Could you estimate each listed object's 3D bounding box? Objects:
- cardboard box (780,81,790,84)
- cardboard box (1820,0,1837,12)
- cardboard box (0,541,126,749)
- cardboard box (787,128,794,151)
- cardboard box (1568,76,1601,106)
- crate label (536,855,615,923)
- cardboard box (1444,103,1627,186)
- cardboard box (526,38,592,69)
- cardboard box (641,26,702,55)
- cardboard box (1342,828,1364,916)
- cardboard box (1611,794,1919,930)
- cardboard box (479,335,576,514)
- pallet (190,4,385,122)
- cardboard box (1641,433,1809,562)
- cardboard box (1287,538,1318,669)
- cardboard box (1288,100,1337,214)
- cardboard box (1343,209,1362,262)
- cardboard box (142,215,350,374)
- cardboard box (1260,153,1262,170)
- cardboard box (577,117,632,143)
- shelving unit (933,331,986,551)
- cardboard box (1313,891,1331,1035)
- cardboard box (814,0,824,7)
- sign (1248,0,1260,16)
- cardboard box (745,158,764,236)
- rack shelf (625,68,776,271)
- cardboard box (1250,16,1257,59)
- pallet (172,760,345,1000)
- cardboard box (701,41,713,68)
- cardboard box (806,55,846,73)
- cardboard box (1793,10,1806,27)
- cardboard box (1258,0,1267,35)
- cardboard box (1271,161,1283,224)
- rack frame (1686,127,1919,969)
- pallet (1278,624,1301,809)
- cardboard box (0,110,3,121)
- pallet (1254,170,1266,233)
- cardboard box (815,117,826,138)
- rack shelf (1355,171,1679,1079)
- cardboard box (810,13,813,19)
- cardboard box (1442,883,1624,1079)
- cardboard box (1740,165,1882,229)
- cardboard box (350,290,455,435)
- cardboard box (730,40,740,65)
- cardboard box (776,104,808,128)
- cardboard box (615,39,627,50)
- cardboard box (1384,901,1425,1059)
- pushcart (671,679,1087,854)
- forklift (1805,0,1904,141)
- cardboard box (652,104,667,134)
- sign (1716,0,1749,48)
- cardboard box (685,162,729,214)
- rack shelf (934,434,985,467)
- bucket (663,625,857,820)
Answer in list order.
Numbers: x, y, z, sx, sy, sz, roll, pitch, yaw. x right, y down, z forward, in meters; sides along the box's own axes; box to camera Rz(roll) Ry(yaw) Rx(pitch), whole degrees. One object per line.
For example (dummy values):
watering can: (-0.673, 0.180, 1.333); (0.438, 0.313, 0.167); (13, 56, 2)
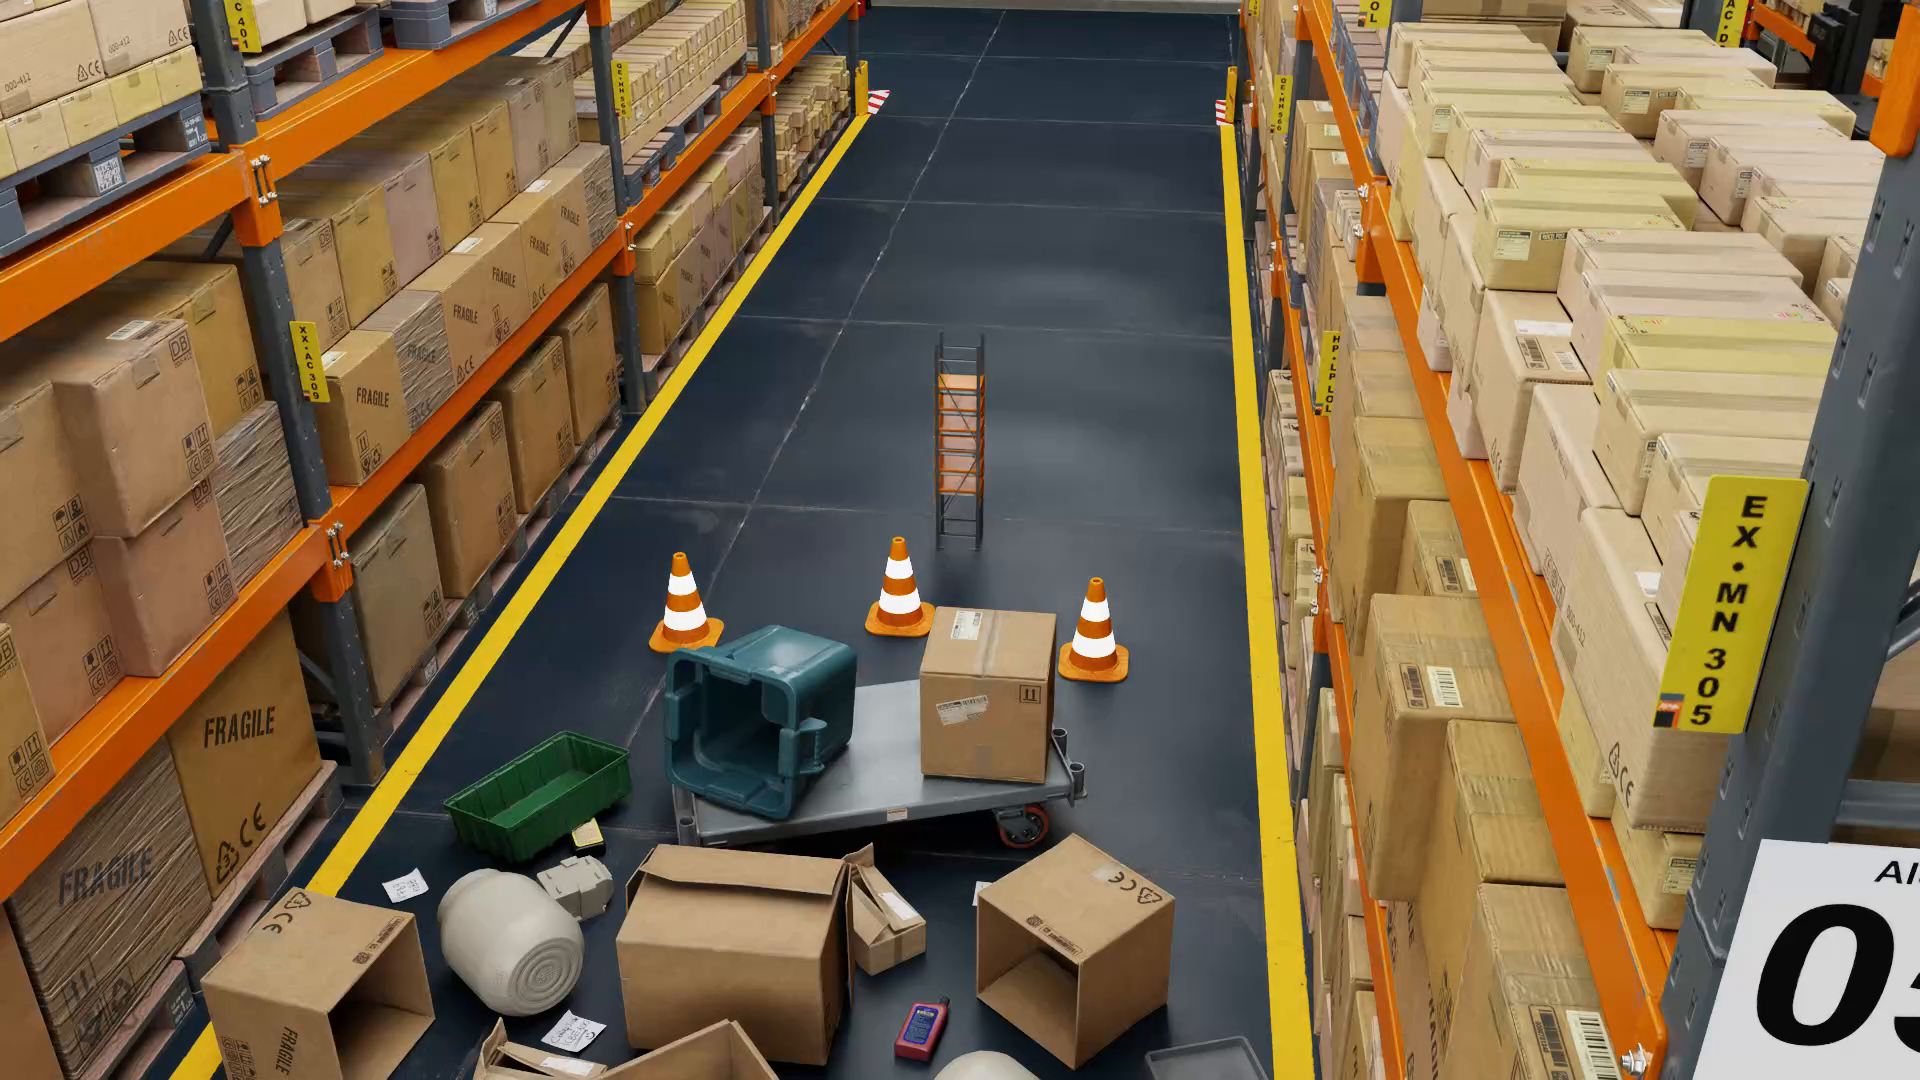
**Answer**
cardboard box: (-1.915, -4.526, 16.737); (0.380, 0.149, 0.250); (4, 29, 7)
cardboard box: (7.803, -4.565, 14.405); (0.500, 0.250, 0.500); (3, 28, 5)
cardboard box: (-3.296, 0.322, 5.332); (0.875, 0.550, 0.550); (3, 28, 6)
cardboard box: (-1.720, -3.641, 15.095); (0.380, 0.149, 0.250); (2, 28, 4)
cardboard box: (2.104, -1.215, 5.025); (0.500, 0.250, 0.500); (3, 28, 6)
crate label: (-1.526, 1.374, 6.555); (0.298, 0.136, 0.250); (-17, 33, -29)
cardboard box: (1.445, -0.996, 4.198); (0.380, 0.149, 0.250); (2, 28, 5)
cardboard box: (-2.779, -3.379, 11.554); (0.380, 0.149, 0.250); (5, 29, 9)
cardboard box: (-2.070, -3.582, 11.932); (0.380, 0.149, 0.250); (2, 28, 4)
cardboard box: (1.384, 1.042, 5.135); (0.380, 0.149, 0.250); (5, 29, 9)
cardboard box: (1.167, 0.435, 2.383); (0.380, 0.149, 0.250); (3, 29, 6)
cardboard box: (-2.812, -0.678, 9.276); (1.050, 0.750, 0.750); (4, 29, 7)
pallet: (-2.971, -1.965, 6.774); (0.805, 0.209, 1.217); (2, 28, 4)
cardboard box: (1.219, -0.028, 2.400); (0.380, 0.149, 0.250); (4, 29, 7)
cardboard box: (2.037, 0.332, 7.798); (0.950, 0.372, 0.625); (5, 29, 9)
cardboard box: (2.096, -2.098, 9.120); (0.500, 0.500, 0.500); (3, 28, 5)
cardboard box: (1.795, -1.255, 6.871); (0.380, 0.149, 0.250); (3, 28, 5)
cardboard box: (-2.979, -1.012, 6.807); (0.700, 0.500, 0.500); (3, 28, 5)
cardboard box: (3.164, -3.587, 15.005); (0.875, 0.438, 0.875); (3, 28, 5)
cardboard box: (-2.286, -2.598, 10.418); (0.380, 0.149, 0.250); (5, 29, 8)
shelving unit: (-0.002, -0.521, 8.953); (0.258, 1.200, 0.189); (3, 28, 6)
cardboard box: (1.496, 1.486, 5.786); (0.500, 0.250, 0.500); (5, 29, 9)
cardboard box: (-1.556, -5.176, 15.275); (0.500, 0.500, 0.500); (5, 29, 9)
sign: (2.320, -4.267, 13.012); (0.100, 0.325, 0.005); (3, 28, 6)
cardboard box: (-1.895, -2.781, 13.443); (0.500, 0.500, 0.500); (3, 28, 5)
rack shelf: (-2.299, -2.802, 12.046); (1.077, 0.370, 4.000); (3, 28, 6)
cardboard box: (2.732, -4.339, 14.037); (0.500, 0.500, 0.500); (3, 28, 5)
pallet: (-3.205, 1.287, 6.639); (1.003, 0.211, 1.213); (3, 28, 6)
cardboard box: (-2.034, -3.574, 12.230); (0.380, 0.149, 0.250); (2, 28, 4)
cardboard box: (-1.377, -4.870, 17.064); (0.380, 0.149, 0.250); (4, 29, 7)
cardboard box: (7.901, -4.803, 15.267); (0.380, 0.149, 0.250); (4, 29, 8)
cardboard box: (2.532, -4.114, 12.563); (0.500, 0.500, 0.500); (4, 29, 7)
cardboard box: (2.185, -2.124, 10.188); (0.500, 0.250, 0.500); (2, 28, 4)
rack frame: (1.401, -0.812, 1.270); (1.000, 3.000, 0.127); (3, 28, 6)
pallet: (1.985, 0.807, 7.529); (1.003, 0.211, 1.213); (3, 28, 6)
cardboard box: (-2.965, -1.189, 4.427); (0.500, 0.250, 0.500); (3, 28, 6)
pallet: (3.042, -2.945, 14.495); (1.003, 0.211, 1.213); (3, 28, 6)
cardboard box: (-1.510, -3.998, 16.072); (0.380, 0.149, 0.250); (4, 29, 7)
rack shelf: (1.646, -0.116, 3.899); (1.077, 0.370, 4.000); (3, 28, 6)
cardboard box: (-1.585, -4.935, 15.513); (0.380, 0.149, 0.250); (4, 29, 7)
cardboard box: (1.247, 0.961, 2.831); (0.700, 0.500, 0.500); (3, 28, 5)
cardboard box: (1.973, -0.718, 3.681); (0.380, 0.149, 0.250); (4, 29, 7)
cardboard box: (-2.642, -0.808, 7.481); (0.500, 0.500, 0.500); (4, 29, 7)
cardboard box: (-1.937, -3.813, 12.988); (0.380, 0.149, 0.250); (4, 29, 6)
cardboard box: (-1.610, -3.889, 15.242); (0.380, 0.149, 0.250); (4, 29, 7)
cardboard box: (-2.682, -3.613, 12.303); (0.380, 0.149, 0.250); (4, 29, 8)
cardboard box: (1.324, 0.912, 3.976); (0.500, 0.500, 0.500); (3, 28, 6)
pushcart: (-0.378, 0.991, 7.012); (1.648, 0.377, 0.936); (-6, 29, -11)
forklift: (4.561, -1.062, 8.131); (1.130, 2.935, 3.031); (3, 29, 6)
cardboard box: (-2.192, -2.831, 11.164); (0.380, 0.149, 0.250); (5, 29, 9)
sign: (2.430, -1.574, 5.302); (0.100, 0.325, 0.005); (3, 28, 6)
cardboard box: (-2.021, -2.618, 12.350); (0.500, 0.250, 0.500); (2, 28, 4)
rack shelf: (-0.002, -0.482, 8.974); (0.258, 0.103, 0.180); (3, 28, 6)
bucket: (-0.763, 0.676, 6.682); (0.726, 0.611, 0.620); (14, 21, 24)
